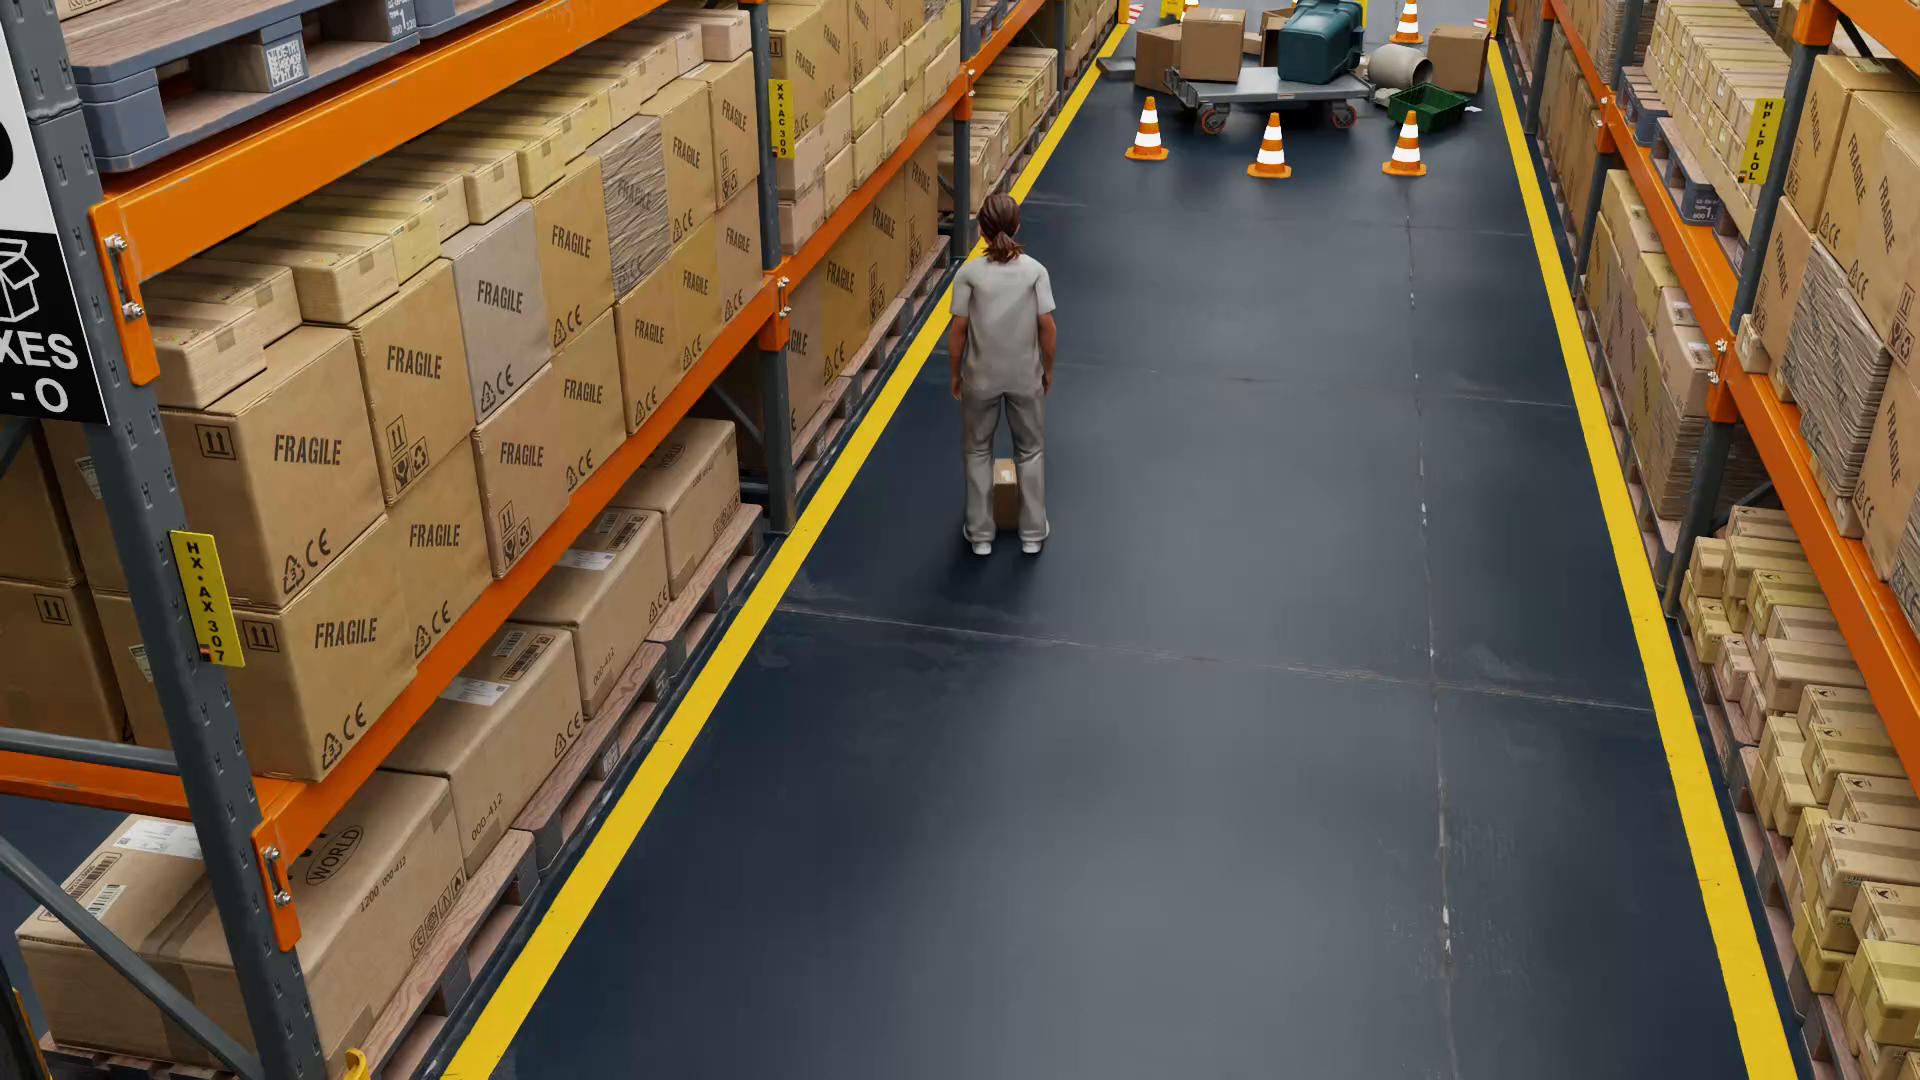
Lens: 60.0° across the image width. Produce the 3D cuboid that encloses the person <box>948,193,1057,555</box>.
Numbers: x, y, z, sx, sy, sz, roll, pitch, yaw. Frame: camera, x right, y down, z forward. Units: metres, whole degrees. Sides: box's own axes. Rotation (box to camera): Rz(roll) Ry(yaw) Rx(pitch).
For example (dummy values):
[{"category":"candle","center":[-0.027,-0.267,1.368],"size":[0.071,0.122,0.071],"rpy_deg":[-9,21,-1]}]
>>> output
[{"category":"person","center":[0.188,-0.717,7.424],"size":[0.488,1.673,0.359],"rpy_deg":[-2,29,-3]}]
